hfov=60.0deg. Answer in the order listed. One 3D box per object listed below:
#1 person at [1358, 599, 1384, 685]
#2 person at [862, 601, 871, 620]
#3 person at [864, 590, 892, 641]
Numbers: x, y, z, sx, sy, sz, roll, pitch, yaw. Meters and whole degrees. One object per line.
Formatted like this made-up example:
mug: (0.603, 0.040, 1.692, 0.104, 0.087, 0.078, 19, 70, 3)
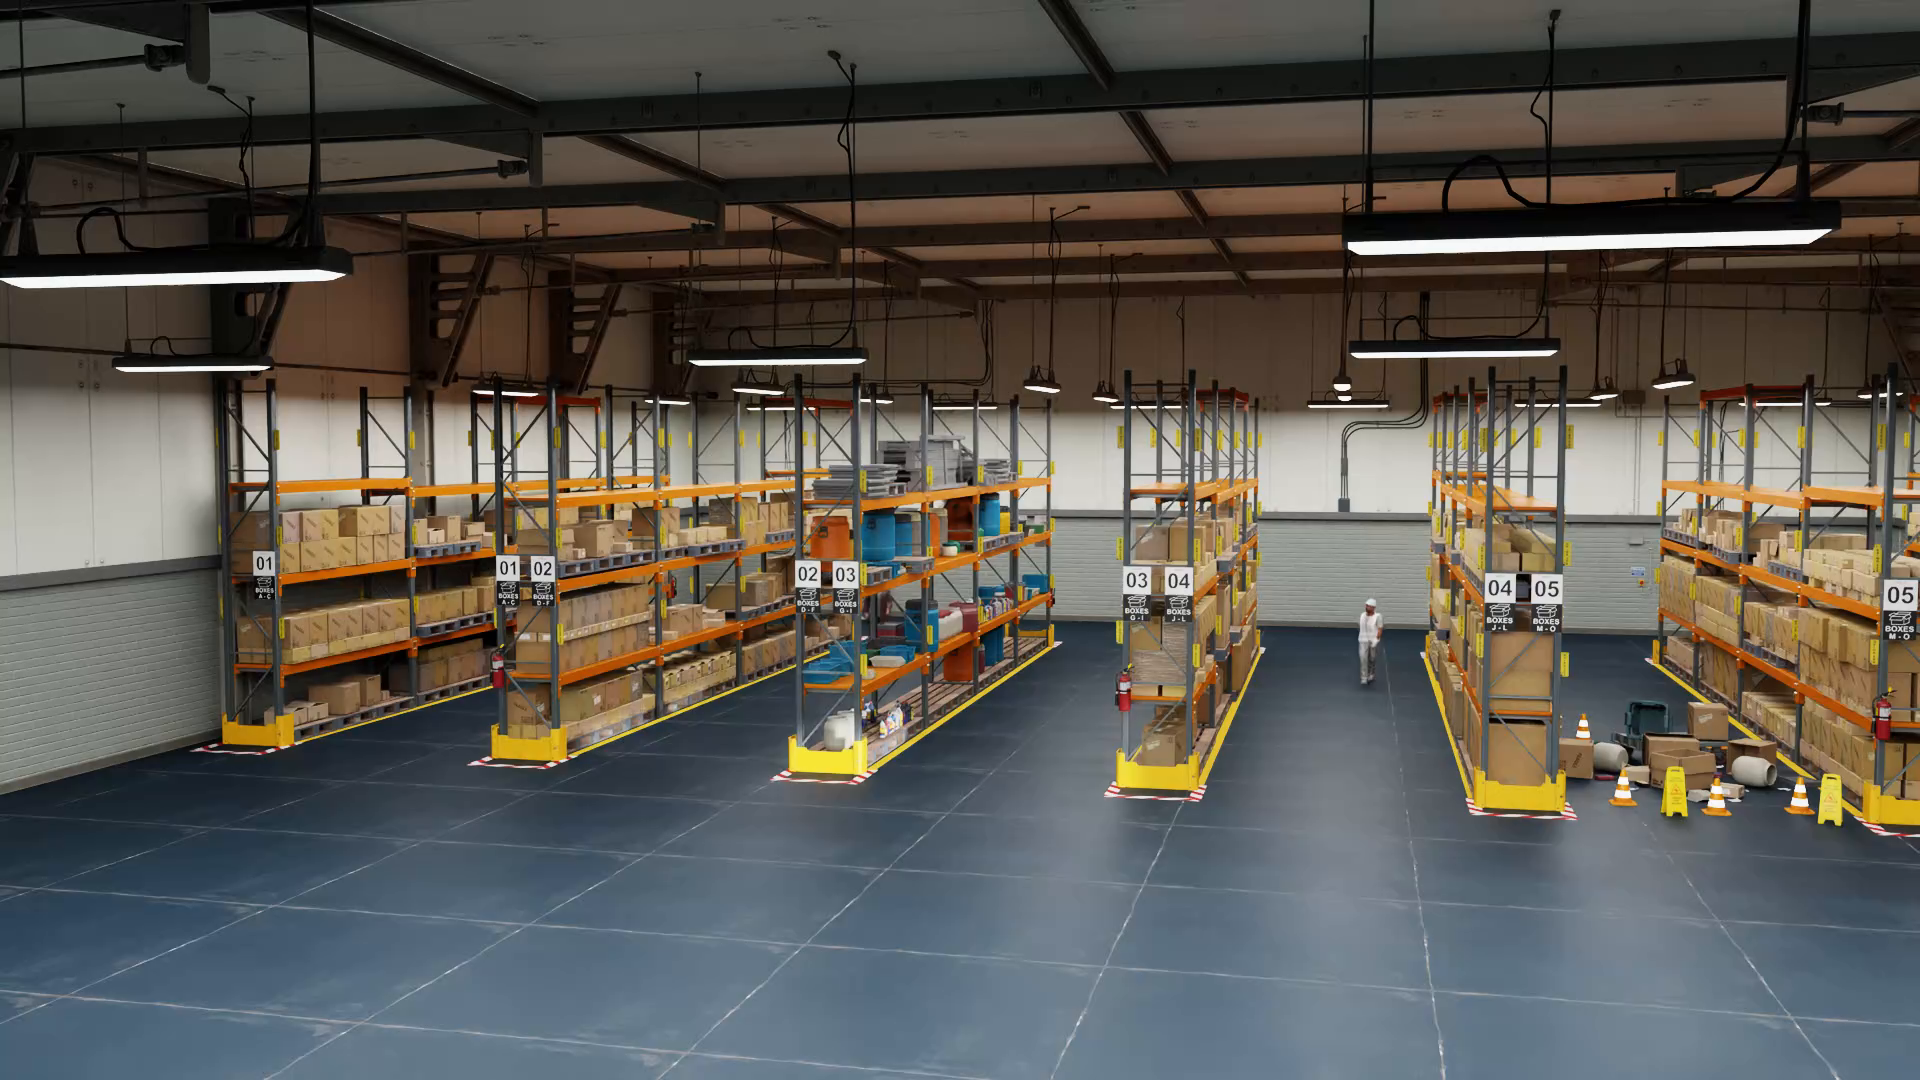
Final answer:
person: (8.389, 2.073, 33.951, 0.497, 1.726, 1.056, 1, 3, 11)
person: (-2.388, 1.474, 45.663, 0.857, 1.548, 0.506, 2, 4, 25)
person: (-1.944, 1.816, 39.304, 0.717, 1.815, 0.936, 1, 3, 11)
